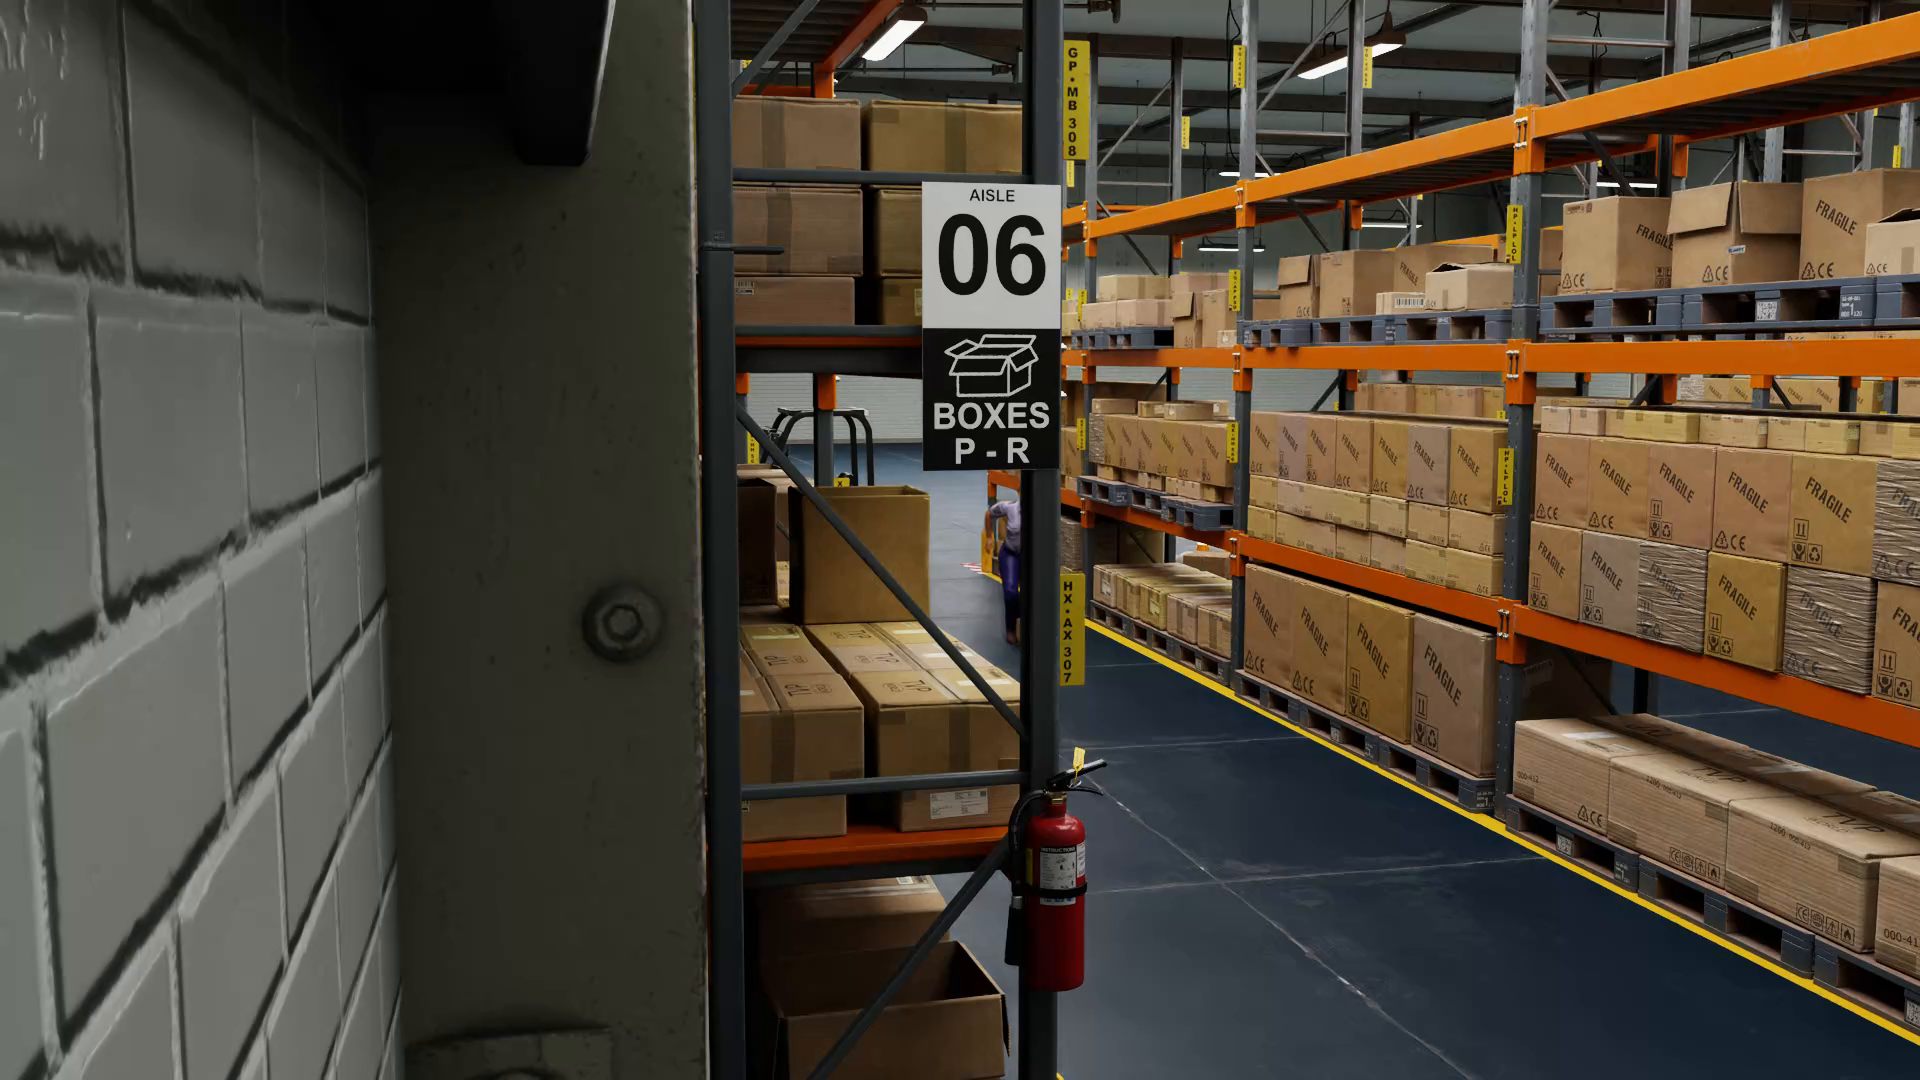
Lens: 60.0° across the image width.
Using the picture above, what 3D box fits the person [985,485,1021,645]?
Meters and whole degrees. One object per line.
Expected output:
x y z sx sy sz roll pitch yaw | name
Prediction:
0.576 0.191 15.966 0.599 1.561 0.914 -2 7 -18 | person
